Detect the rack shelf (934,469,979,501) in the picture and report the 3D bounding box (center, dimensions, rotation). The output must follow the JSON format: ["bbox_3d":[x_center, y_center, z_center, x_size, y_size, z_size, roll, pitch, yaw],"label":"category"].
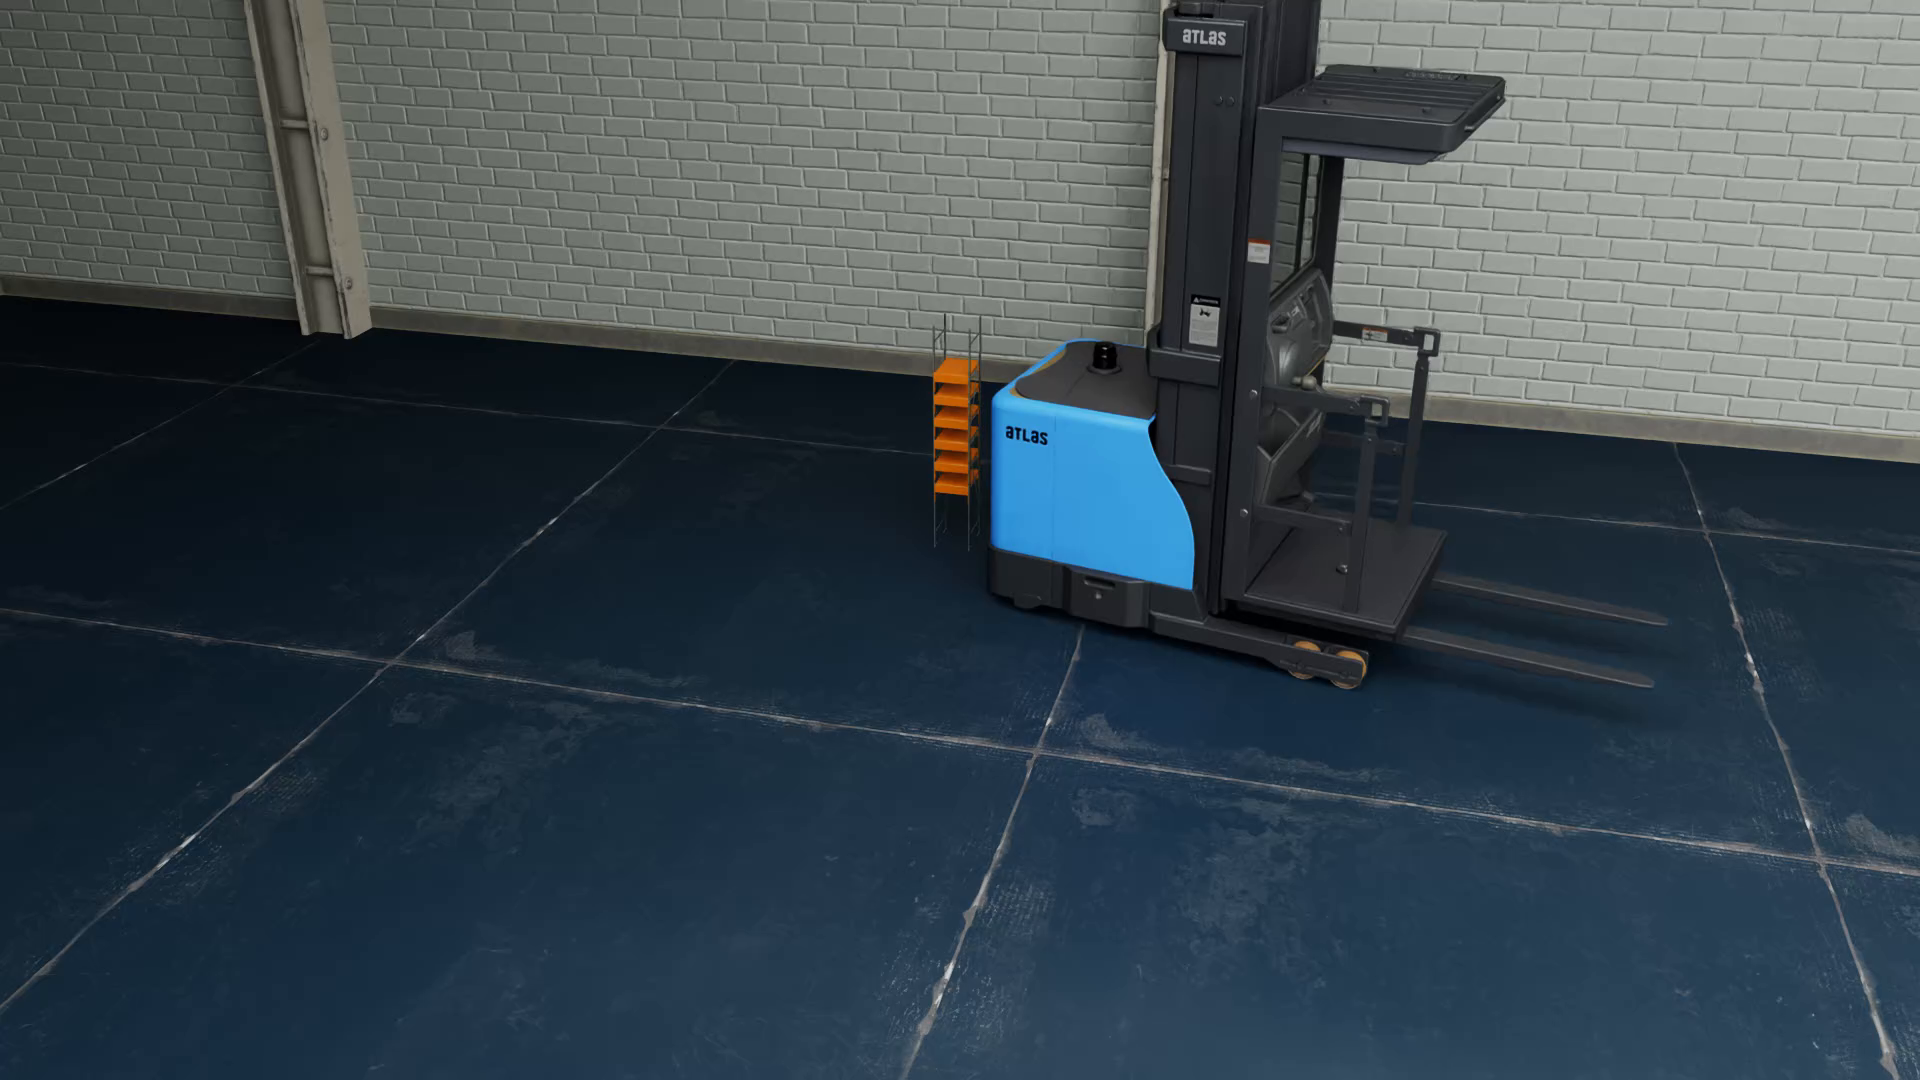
[{"bbox_3d":[-0.014,-0.286,8.618,0.180,0.103,0.258,6,26,13],"label":"rack shelf"}]

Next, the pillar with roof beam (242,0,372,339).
[{"bbox_3d":[-5.524,-3.773,6.207,0.400,9.000,9.100,6,26,13],"label":"pillar with roof beam"}]

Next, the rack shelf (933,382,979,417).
[{"bbox_3d":[-0.014,-0.720,8.411,0.180,0.103,0.258,6,26,13],"label":"rack shelf"}]

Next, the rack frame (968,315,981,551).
[{"bbox_3d":[0.075,-0.533,8.475,0.006,1.200,0.240,6,26,13],"label":"rack frame"}]

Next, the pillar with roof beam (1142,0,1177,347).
[{"bbox_3d":[0.287,-3.131,4.857,0.400,9.000,9.100,6,26,13],"label":"pillar with roof beam"}]

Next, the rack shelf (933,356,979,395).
[{"bbox_3d":[-0.014,-0.828,8.360,0.180,0.103,0.258,6,26,13],"label":"rack shelf"}]

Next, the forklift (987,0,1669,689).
[{"bbox_3d":[1.684,-0.925,7.282,3.031,2.935,1.130,12,28,24],"label":"forklift"}]

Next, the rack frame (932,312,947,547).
[{"bbox_3d":[-0.103,-0.553,8.516,0.006,1.200,0.240,6,26,13],"label":"rack frame"}]

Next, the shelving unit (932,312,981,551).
[{"bbox_3d":[-0.014,-0.543,8.495,0.189,1.200,0.258,6,26,13],"label":"shelving unit"}]

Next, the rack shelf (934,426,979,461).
[{"bbox_3d":[-0.014,-0.503,8.514,0.180,0.103,0.258,6,26,13],"label":"rack shelf"}]

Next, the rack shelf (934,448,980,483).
[{"bbox_3d":[-0.014,-0.395,8.566,0.180,0.103,0.258,6,26,13],"label":"rack shelf"}]

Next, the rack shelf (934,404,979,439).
[{"bbox_3d":[-0.014,-0.612,8.463,0.180,0.103,0.258,6,26,13],"label":"rack shelf"}]
